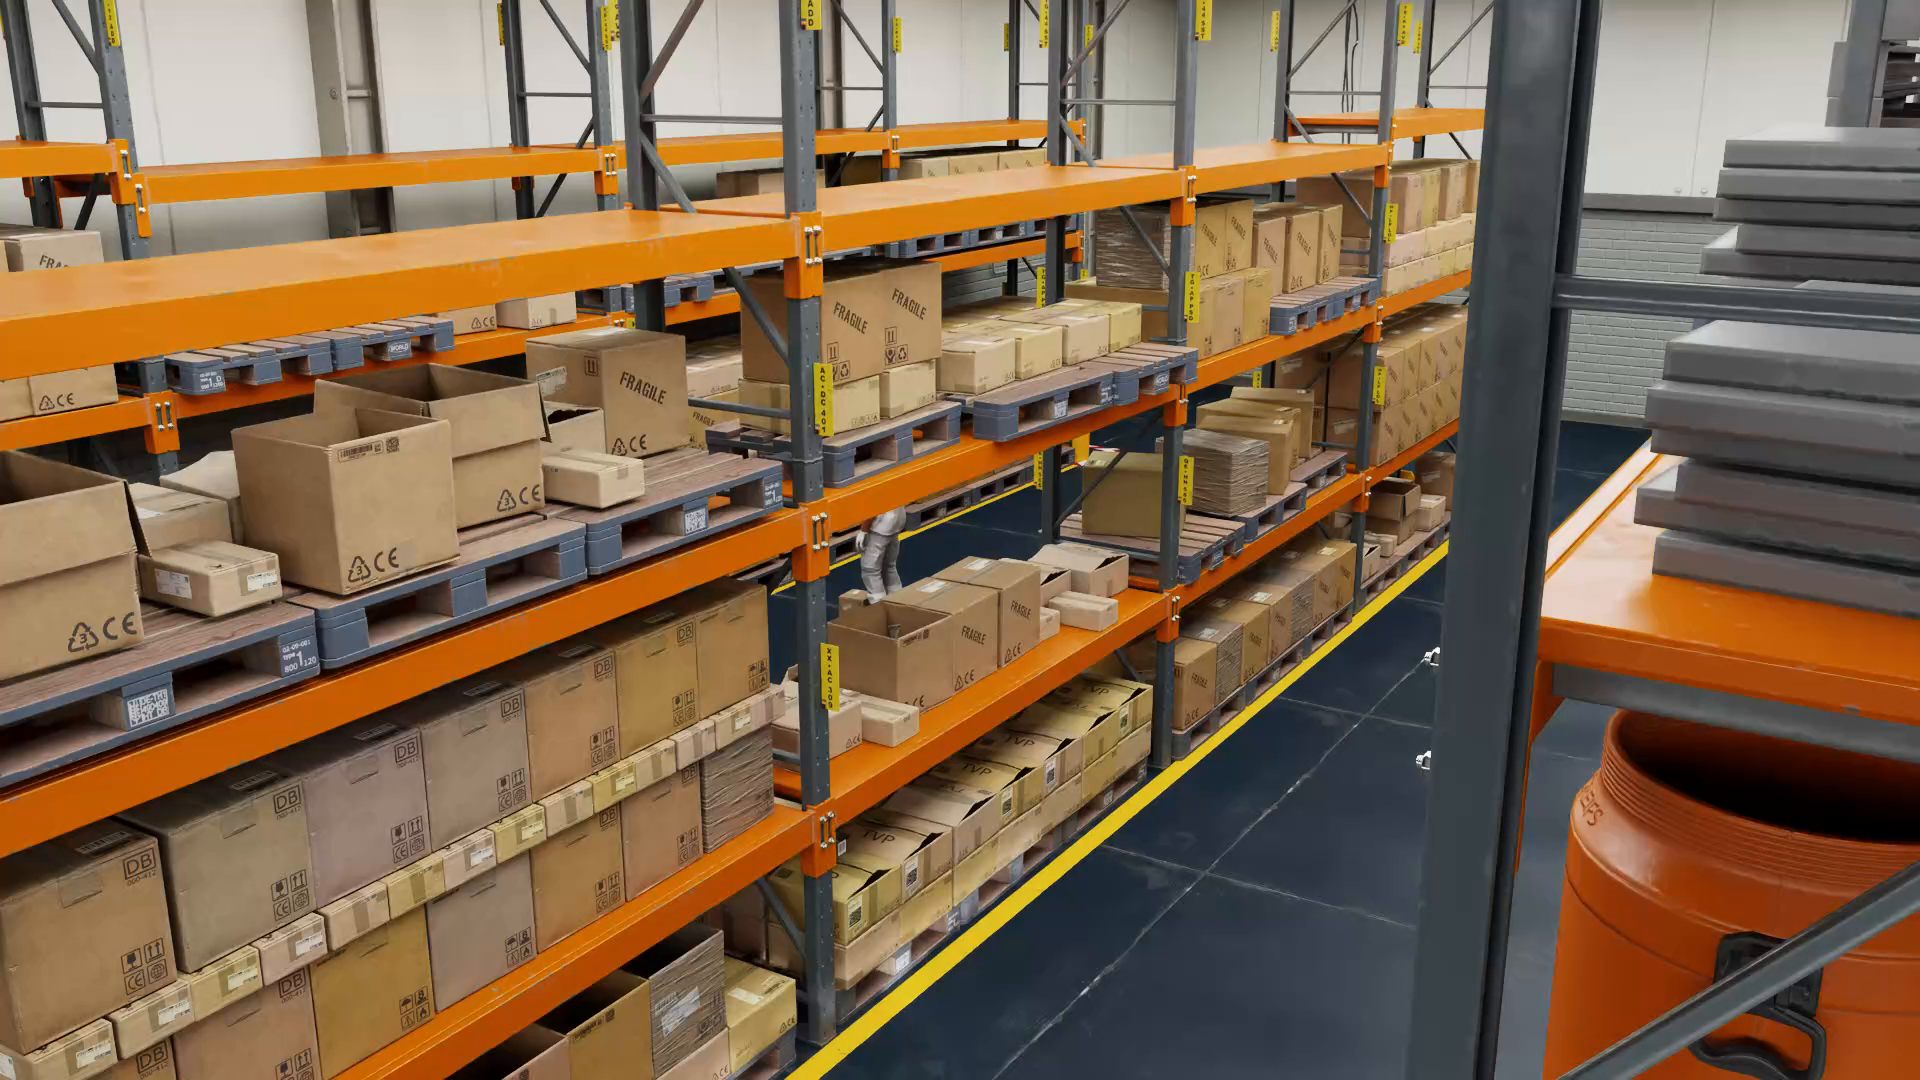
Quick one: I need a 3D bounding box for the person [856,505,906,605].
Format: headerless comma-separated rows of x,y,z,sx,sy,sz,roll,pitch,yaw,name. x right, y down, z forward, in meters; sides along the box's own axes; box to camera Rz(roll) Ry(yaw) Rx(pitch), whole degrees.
-0.710,-0.097,14.345,0.453,1.778,0.616,8,18,27,person
